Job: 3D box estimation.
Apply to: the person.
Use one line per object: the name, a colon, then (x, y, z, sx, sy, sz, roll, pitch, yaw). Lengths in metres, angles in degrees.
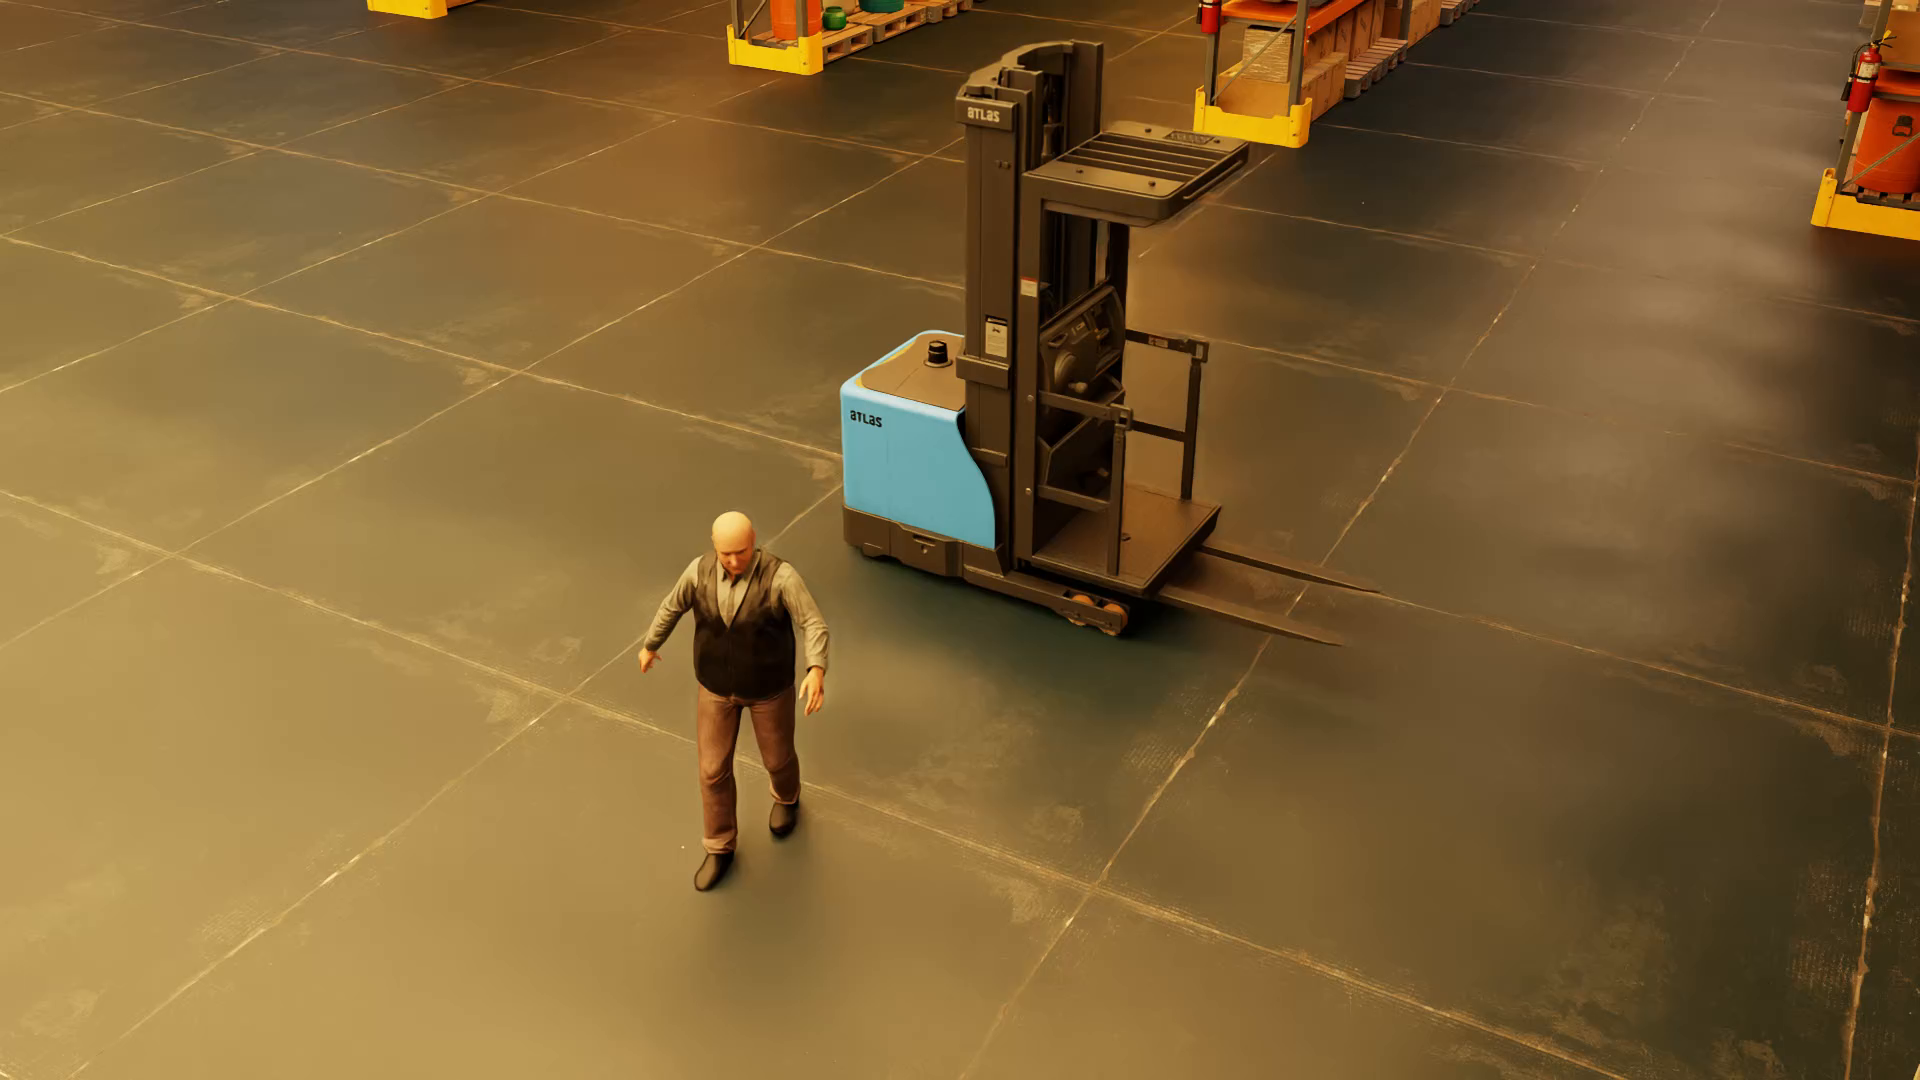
person: (-0.984, 0.659, 7.193, 0.954, 1.705, 0.728, 5, 30, 8)

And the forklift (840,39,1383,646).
forklift: (0.840, -1.054, 8.897, 3.031, 2.935, 1.130, 16, 34, 26)
